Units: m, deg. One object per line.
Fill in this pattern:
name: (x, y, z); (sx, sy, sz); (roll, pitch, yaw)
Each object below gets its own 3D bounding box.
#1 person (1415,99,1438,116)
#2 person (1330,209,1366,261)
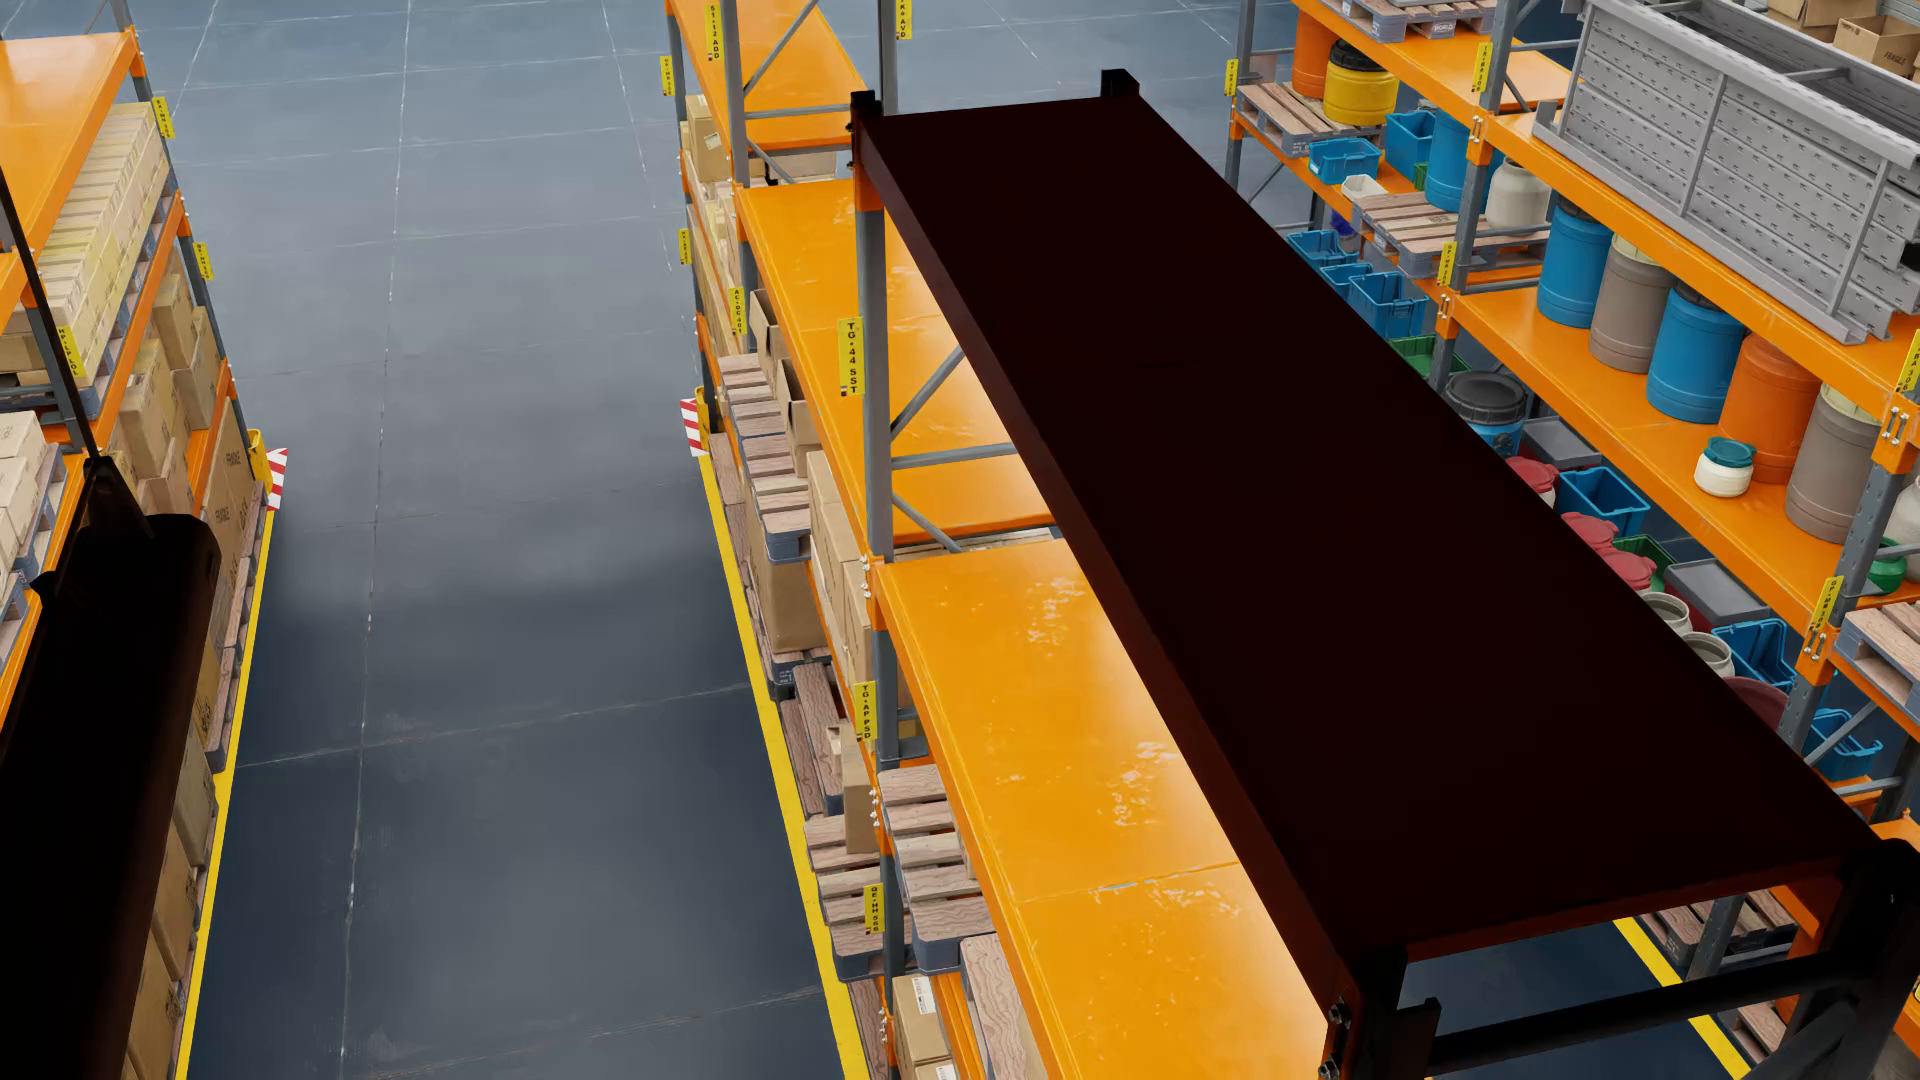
person: (5.177, -4.147, 18.701); (0.857, 1.624, 0.498); (3, 35, 5)
person: (3.863, -3.034, 17.076); (0.976, 1.592, 0.500); (26, 42, 32)
